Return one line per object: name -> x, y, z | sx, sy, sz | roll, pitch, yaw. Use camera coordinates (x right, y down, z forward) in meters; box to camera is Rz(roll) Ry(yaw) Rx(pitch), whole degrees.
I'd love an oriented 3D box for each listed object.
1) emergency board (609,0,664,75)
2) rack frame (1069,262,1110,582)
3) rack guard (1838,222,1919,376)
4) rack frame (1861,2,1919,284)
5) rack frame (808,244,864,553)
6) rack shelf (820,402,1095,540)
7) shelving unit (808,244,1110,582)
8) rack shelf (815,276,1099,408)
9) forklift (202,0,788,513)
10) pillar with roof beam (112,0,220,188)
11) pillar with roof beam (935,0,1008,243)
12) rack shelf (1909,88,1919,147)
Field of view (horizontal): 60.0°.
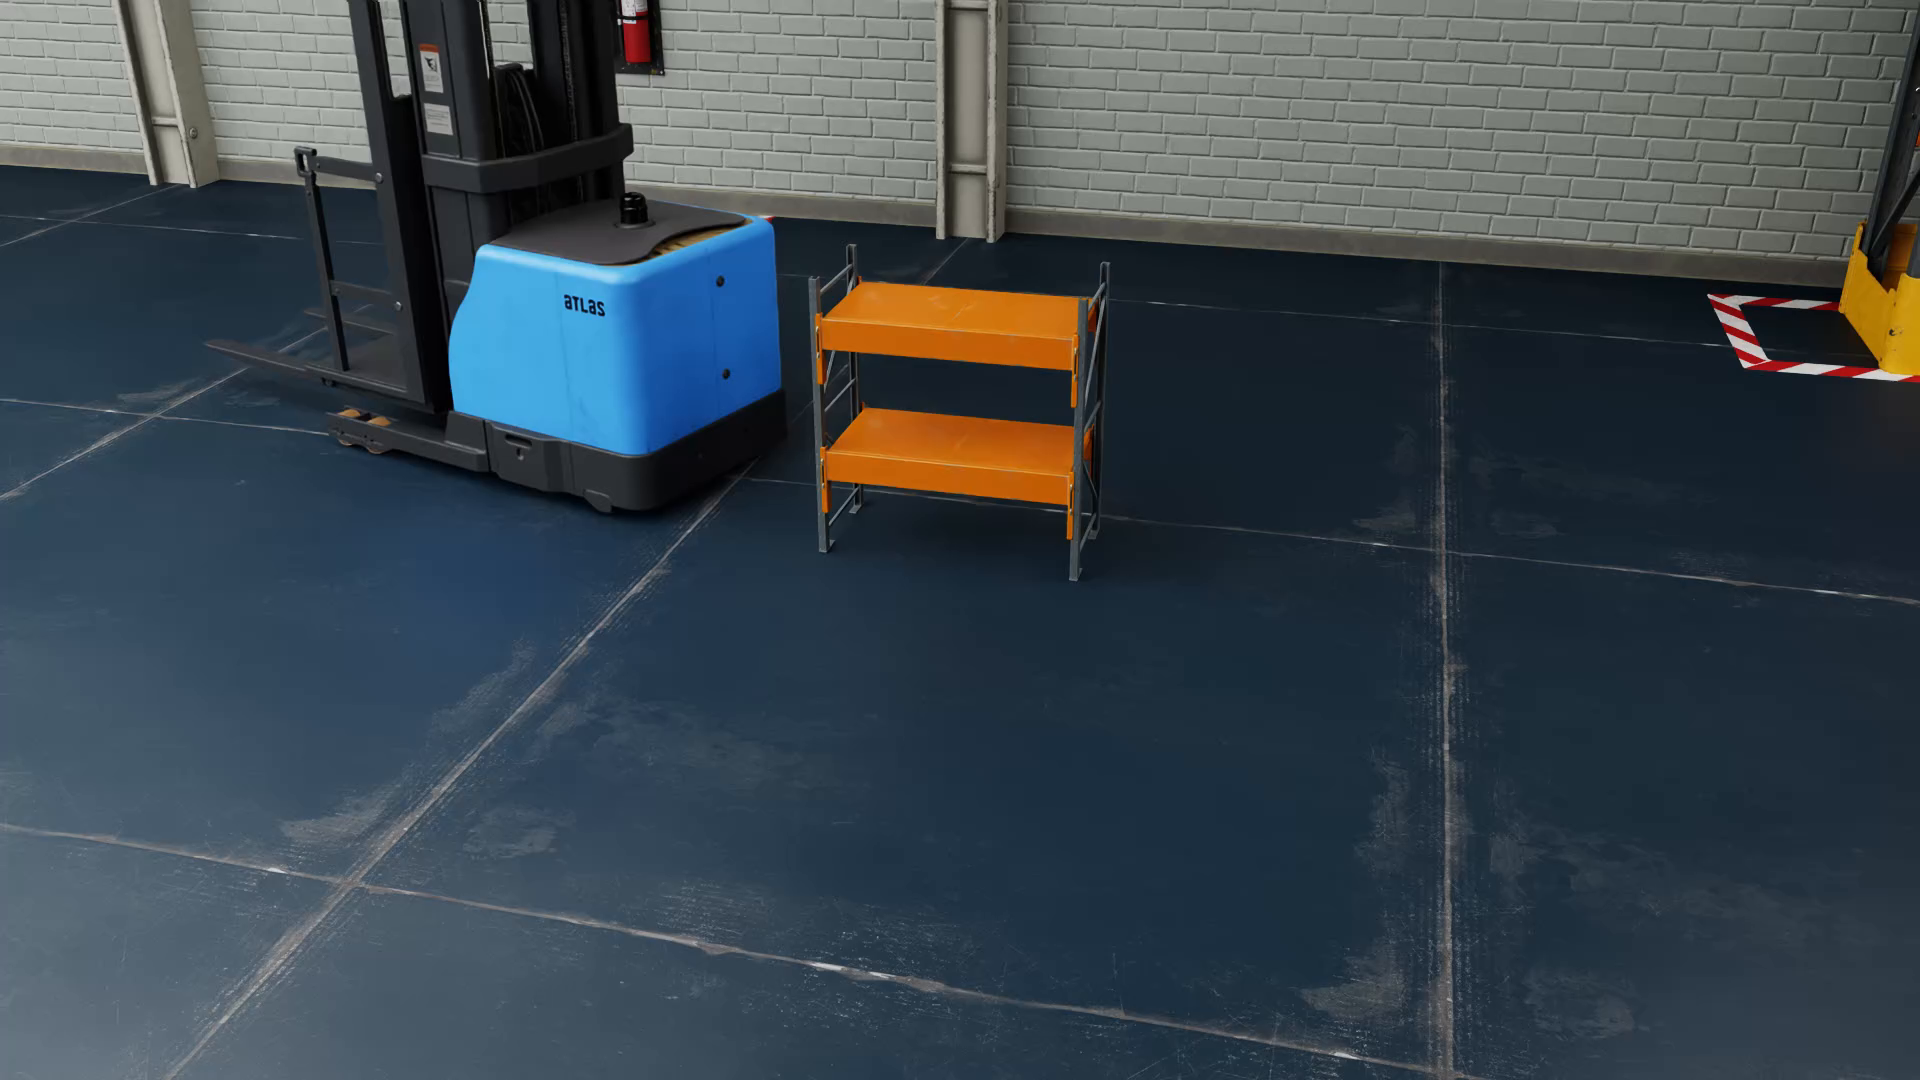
emergency board -> -2.311, -3.653, 10.933 | 0.643, 1.169, 0.194 | 6, 26, 13
rack frame -> 0.499, -0.453, 6.392 | 0.032, 1.125, 0.500 | 6, 26, 13
rack guard -> 5.064, -1.308, 8.916 | 0.348, 0.500, 1.175 | 6, 26, 13
rack frame -> 4.991, -2.445, 8.396 | 0.127, 3.000, 1.000 | 6, 26, 13
rack frame -> -0.486, -0.562, 6.621 | 0.032, 1.125, 0.500 | 6, 26, 13
rack shelf -> 0.007, -0.286, 6.612 | 1.000, 0.278, 0.538 | 6, 26, 13
shelving unit -> 0.007, -0.507, 6.507 | 1.048, 1.125, 0.538 | 6, 26, 13
rack shelf -> 0.007, -0.771, 6.381 | 1.000, 0.278, 0.538 | 6, 26, 13
forklift -> -2.314, -1.891, 7.312 | 3.031, 2.935, 1.130 | 15, 29, 28
pillar with roof beam -> -6.810, -4.931, 6.639 | 0.400, 9.000, 9.100 | 6, 26, 13
pillar with roof beam -> -0.999, -4.289, 5.290 | 0.400, 9.000, 9.100 | 6, 26, 13
rack shelf -> 6.928, -1.906, 8.101 | 4.000, 0.370, 1.077 | 6, 26, 13
